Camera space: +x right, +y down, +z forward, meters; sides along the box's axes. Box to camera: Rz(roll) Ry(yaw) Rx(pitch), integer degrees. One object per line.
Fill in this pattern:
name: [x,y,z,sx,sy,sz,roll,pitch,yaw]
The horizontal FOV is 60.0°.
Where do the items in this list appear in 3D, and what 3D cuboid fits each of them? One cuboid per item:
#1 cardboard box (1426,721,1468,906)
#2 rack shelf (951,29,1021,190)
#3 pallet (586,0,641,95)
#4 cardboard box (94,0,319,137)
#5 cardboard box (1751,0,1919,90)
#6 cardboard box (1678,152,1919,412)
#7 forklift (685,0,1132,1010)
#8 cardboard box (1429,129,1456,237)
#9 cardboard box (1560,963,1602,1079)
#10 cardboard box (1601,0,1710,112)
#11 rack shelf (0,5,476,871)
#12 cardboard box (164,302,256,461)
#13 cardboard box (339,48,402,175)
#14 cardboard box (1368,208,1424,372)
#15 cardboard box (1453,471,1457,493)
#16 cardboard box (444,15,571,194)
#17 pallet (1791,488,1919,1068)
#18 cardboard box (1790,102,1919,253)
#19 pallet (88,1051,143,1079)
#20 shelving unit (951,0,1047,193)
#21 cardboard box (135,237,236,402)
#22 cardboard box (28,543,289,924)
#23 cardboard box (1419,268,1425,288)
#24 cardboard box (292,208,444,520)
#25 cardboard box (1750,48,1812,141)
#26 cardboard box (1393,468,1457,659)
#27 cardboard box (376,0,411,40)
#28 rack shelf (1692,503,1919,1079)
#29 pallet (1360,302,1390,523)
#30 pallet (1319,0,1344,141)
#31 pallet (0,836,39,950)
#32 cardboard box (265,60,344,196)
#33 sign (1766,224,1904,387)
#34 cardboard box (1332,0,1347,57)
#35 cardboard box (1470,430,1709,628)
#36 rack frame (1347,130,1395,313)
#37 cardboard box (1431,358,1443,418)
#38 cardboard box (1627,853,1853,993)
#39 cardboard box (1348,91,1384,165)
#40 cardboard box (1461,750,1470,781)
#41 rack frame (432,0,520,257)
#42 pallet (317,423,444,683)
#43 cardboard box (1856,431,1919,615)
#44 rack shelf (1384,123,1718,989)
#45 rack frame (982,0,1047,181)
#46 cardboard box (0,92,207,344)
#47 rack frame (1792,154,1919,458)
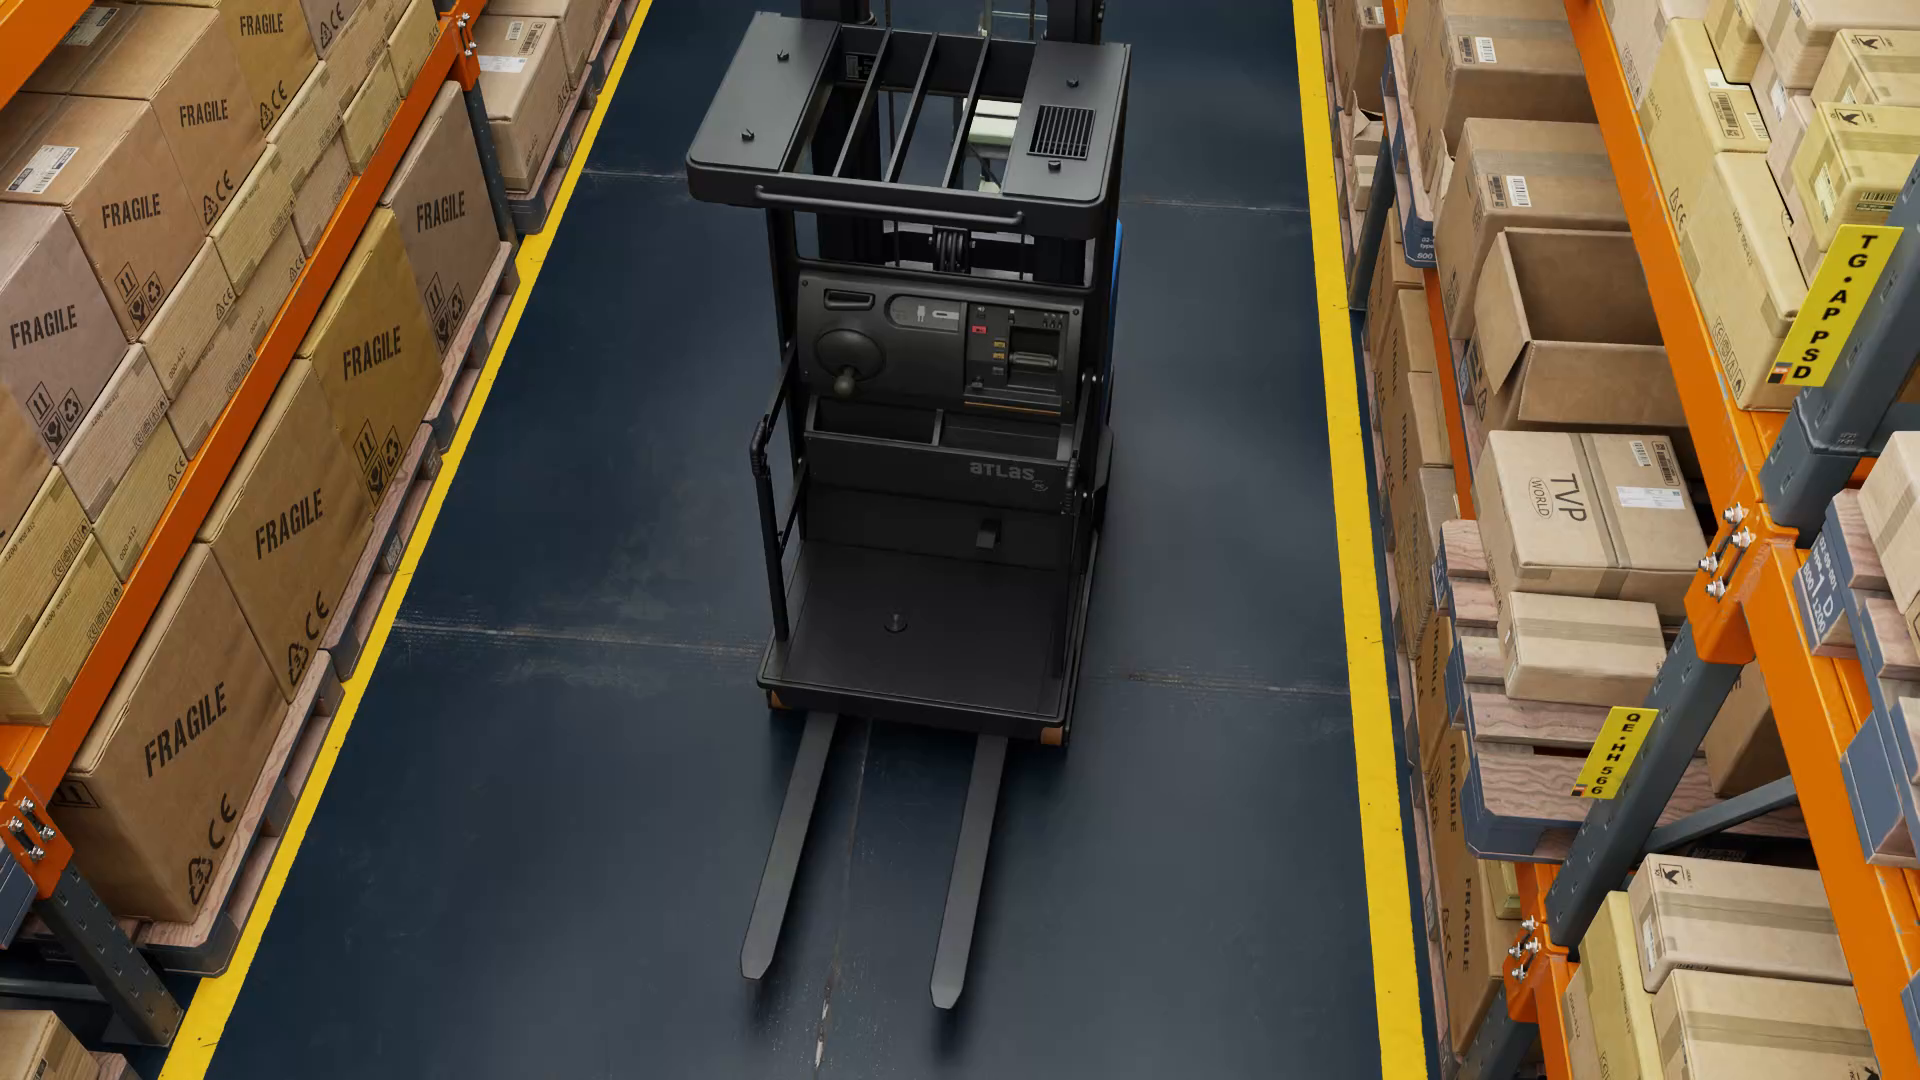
cardboard box: [1.825,0.863,5.337,0.500,0.500,0.500,3,48,3]
rack shelf: [0.235,-1.708,6.766,0.431,0.370,0.720,7,48,6]
pallet: [-2.378,-2.928,9.285,1.003,0.211,1.213,4,48,4]
cardboard box: [-2.530,-1.691,5.519,0.500,0.500,0.500,5,48,5]
cardboard box: [1.785,-1.001,3.230,0.380,0.149,0.250,2,48,2]
cardboard box: [1.750,-0.502,3.245,0.500,0.250,0.500,2,48,2]
forklift: [-8.745,-2.528,6.937,19.036,3.140,5.327,7,48,6]
cardboard box: [1.801,-1.187,5.610,0.396,0.266,0.258,6,48,5]
cardboard box: [1.661,1.214,3.709,0.500,0.250,0.500,4,48,4]
cardboard box: [1.840,-1.239,3.919,0.500,0.250,0.500,4,48,4]
rack shelf: [-2.816,-0.705,5.849,1.077,0.370,4.000,4,48,4]
cardboard box: [-2.620,-0.533,5.307,0.500,0.250,0.500,5,48,5]
cardboard box: [-2.471,-1.646,6.324,0.500,0.250,0.500,3,48,3]
cardboard box: [2.041,-1.044,7.081,0.500,0.500,0.500,6,48,5]
cardboard box: [1.960,-0.193,5.864,0.380,0.149,0.250,4,48,4]
cardboard box: [-2.470,-2.148,8.134,0.875,0.438,0.875,3,48,3]
pallet: [1.972,0.410,2.438,1.213,0.211,1.003,6,48,5]
cardboard box: [1.682,-0.616,2.878,0.380,0.149,0.250,5,48,5]
pallet: [-3.071,2.038,4.743,1.003,0.211,1.213,4,48,4]
shelving unit: [0.235,-1.444,7.054,0.431,1.500,0.755,7,48,6]
cardboard box: [-2.600,-0.697,5.117,0.500,0.250,0.500,4,48,3]
cardboard box: [-2.853,0.596,5.328,0.875,0.875,0.875,3,48,3]
cardboard box: [2.064,-1.149,6.737,0.380,0.149,0.250,3,48,2]
cardboard box: [-2.685,-0.716,6.528,0.875,0.875,0.875,5,48,5]
cardboard box: [1.830,-0.900,3.339,0.380,0.149,0.250,5,48,4]
cardboard box: [1.899,0.095,6.039,0.500,0.500,0.500,2,48,2]
cardboard box: [-2.432,-2.195,6.487,0.500,0.250,0.500,4,48,3]
rack shelf: [1.763,1.554,1.751,1.077,0.370,4.000,4,48,4]
pallet: [2.273,-0.544,7.105,1.003,0.211,1.213,4,48,4]
pallet: [2.482,-2.548,8.938,1.003,0.211,1.213,4,48,4]
pallet: [-2.957,1.118,3.825,1.213,0.211,1.003,4,48,4]
cardboard box: [-2.511,-1.446,5.803,0.500,0.250,0.500,5,48,4]
sign: [1.405,-0.371,2.674,0.100,0.325,0.005,4,48,4]
cardboard box: [2.260,-2.873,8.754,0.500,0.500,0.500,5,48,4]
cardboard box: [1.719,-0.035,4.566,0.500,0.250,0.500,2,48,2]
rack frame: [2.310,-2.086,6.625,1.000,3.000,0.127,4,48,4]
cardboard box: [1.980,-0.576,6.214,0.380,0.149,0.250,4,48,3]
cardboard box: [1.623,0.815,3.464,0.380,0.149,0.250,5,48,5]
cardboard box: [2.100,-1.996,8.111,0.396,0.266,0.258,5,48,5]
cardboard box: [1.732,0.754,4.998,0.380,0.149,0.250,2,48,2]
rack frame: [-2.634,-2.417,6.928,1.000,3.000,0.127,4,48,4]
pallet: [-2.738,-0.005,6.611,1.003,0.211,1.213,4,48,4]
cardboard box: [1.611,-0.020,2.508,0.380,0.166,0.250,4,48,3]
rack shelf: [2.127,-0.373,5.546,1.077,0.370,4.000,4,48,4]
rack frame: [0.296,-1.711,7.298,0.400,1.500,0.023,7,48,6]
cardboard box: [-2.612,-0.939,4.831,0.500,0.500,0.500,5,48,5]
rack frame: [1.945,-1.171,1.723,1.000,3.000,0.127,4,48,4]
